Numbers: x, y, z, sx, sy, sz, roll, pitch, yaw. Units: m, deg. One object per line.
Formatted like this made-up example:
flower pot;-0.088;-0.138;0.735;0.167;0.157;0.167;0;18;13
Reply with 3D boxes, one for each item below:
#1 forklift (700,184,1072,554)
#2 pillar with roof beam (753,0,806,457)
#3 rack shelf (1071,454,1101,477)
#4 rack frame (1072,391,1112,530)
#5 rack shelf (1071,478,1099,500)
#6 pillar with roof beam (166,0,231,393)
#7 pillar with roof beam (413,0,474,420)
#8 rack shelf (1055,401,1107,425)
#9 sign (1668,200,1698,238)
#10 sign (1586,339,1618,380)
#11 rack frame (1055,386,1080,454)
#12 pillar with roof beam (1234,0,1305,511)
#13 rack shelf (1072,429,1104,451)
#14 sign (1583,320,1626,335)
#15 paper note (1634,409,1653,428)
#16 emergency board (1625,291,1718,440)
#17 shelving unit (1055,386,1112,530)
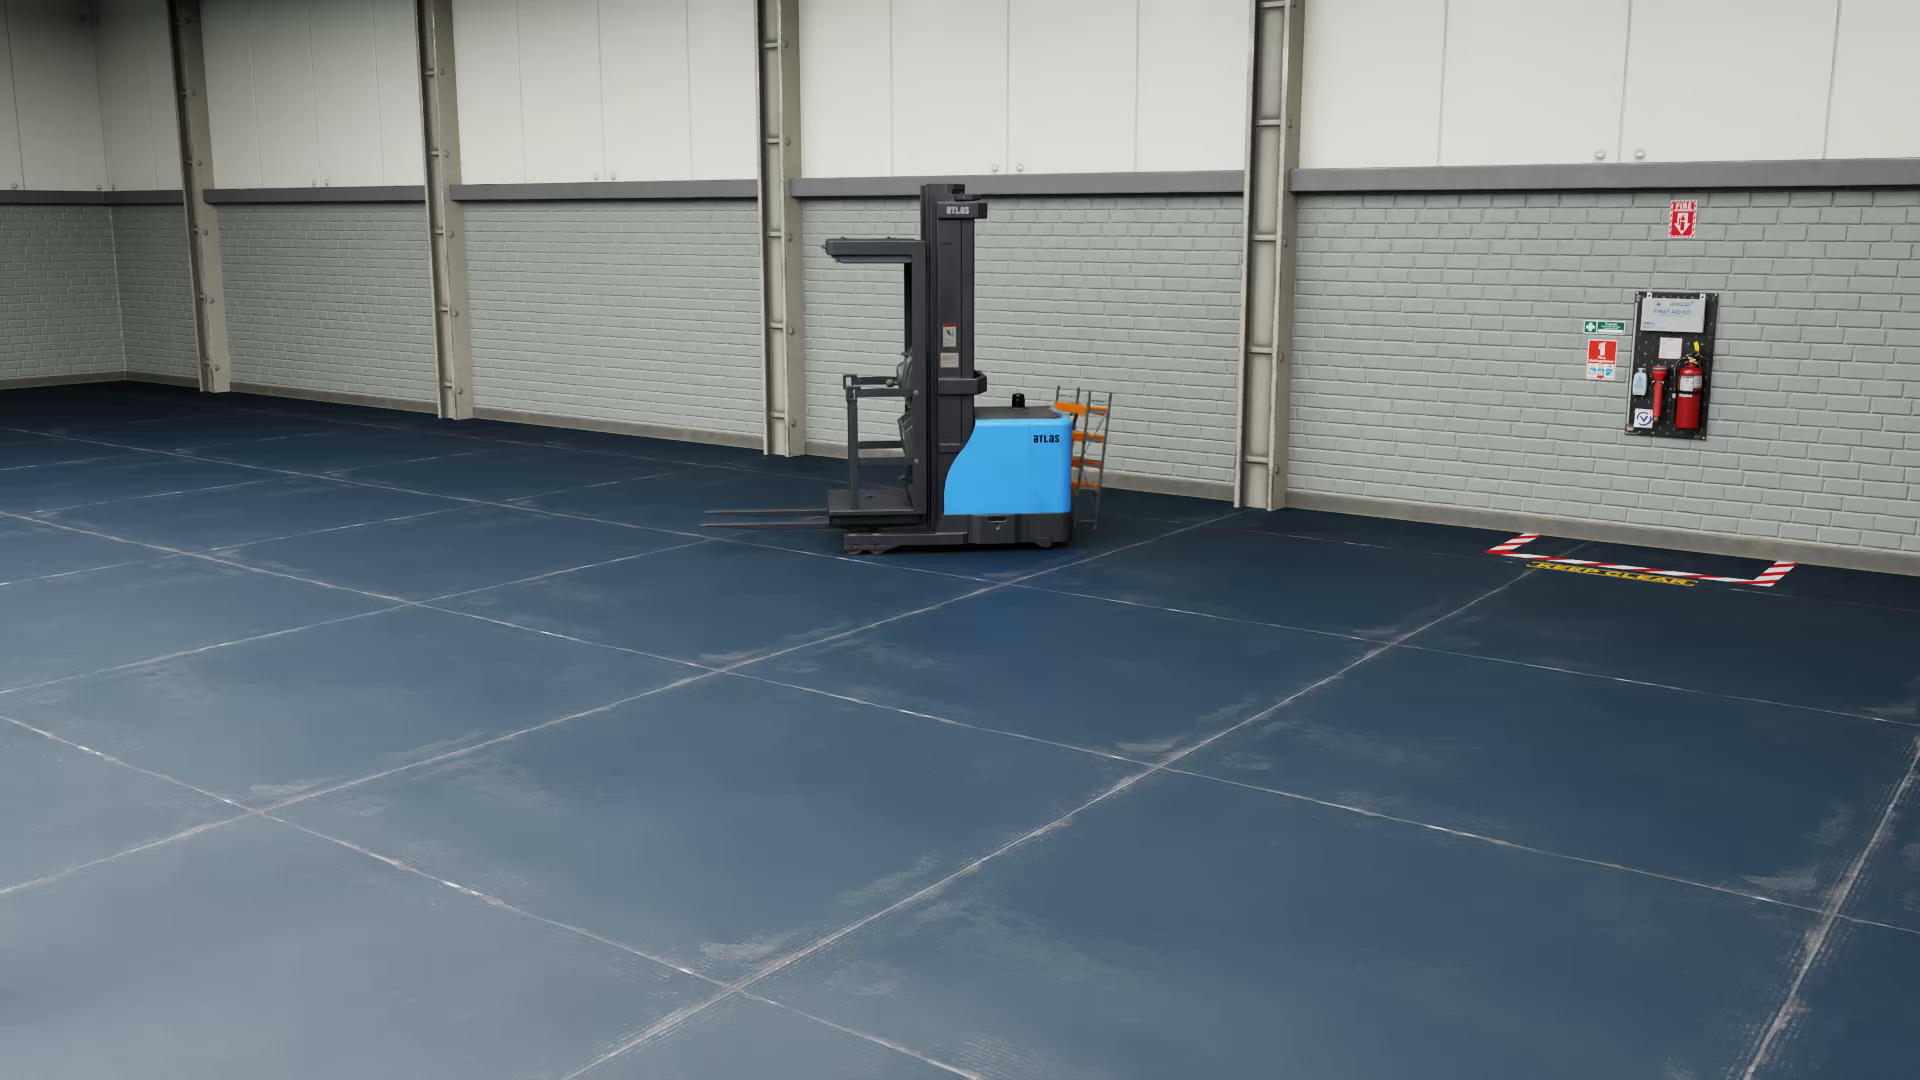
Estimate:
forklift;-0.626;-1.428;13.695;3.031;2.935;1.130;-1;11;-5
pillar with roof beam;-4.561;-4.748;14.880;0.400;9.000;9.100;8;13;36
rack shelf;1.009;-0.654;14.532;0.258;0.148;0.480;2;9;-31
rack frame;1.139;-0.680;14.316;0.240;1.200;0.015;2;9;-31
rack shelf;0.988;-0.458;14.557;0.258;0.148;0.480;2;9;-31
pillar with roof beam;-14.233;-6.097;21.854;0.400;9.000;9.100;8;13;36
pillar with roof beam;-9.397;-5.423;18.367;0.400;9.000;9.100;8;13;36
rack shelf;1.059;-1.107;14.472;0.258;0.148;0.480;2;9;-31
sign;5.742;-2.551;13.213;0.199;0.298;0.001;8;13;36
sign;5.305;-1.492;13.749;0.234;0.329;0.001;8;13;36
rack frame;0.894;-0.760;14.730;0.240;1.200;0.015;2;9;-31
pillar with roof beam;0.275;-4.073;11.394;0.400;9.000;9.100;8;13;36
rack shelf;1.033;-0.874;14.503;0.258;0.148;0.480;2;9;-31
sign;5.304;-1.750;13.689;0.331;0.109;0.001;8;13;36
paper note;5.588;-0.994;13.591;0.142;0.148;0.016;8;13;36
emergency board;5.690;-1.396;13.350;0.643;1.169;0.194;8;13;36
shelving unit;1.017;-0.720;14.523;0.258;1.200;0.503;2;9;-31
